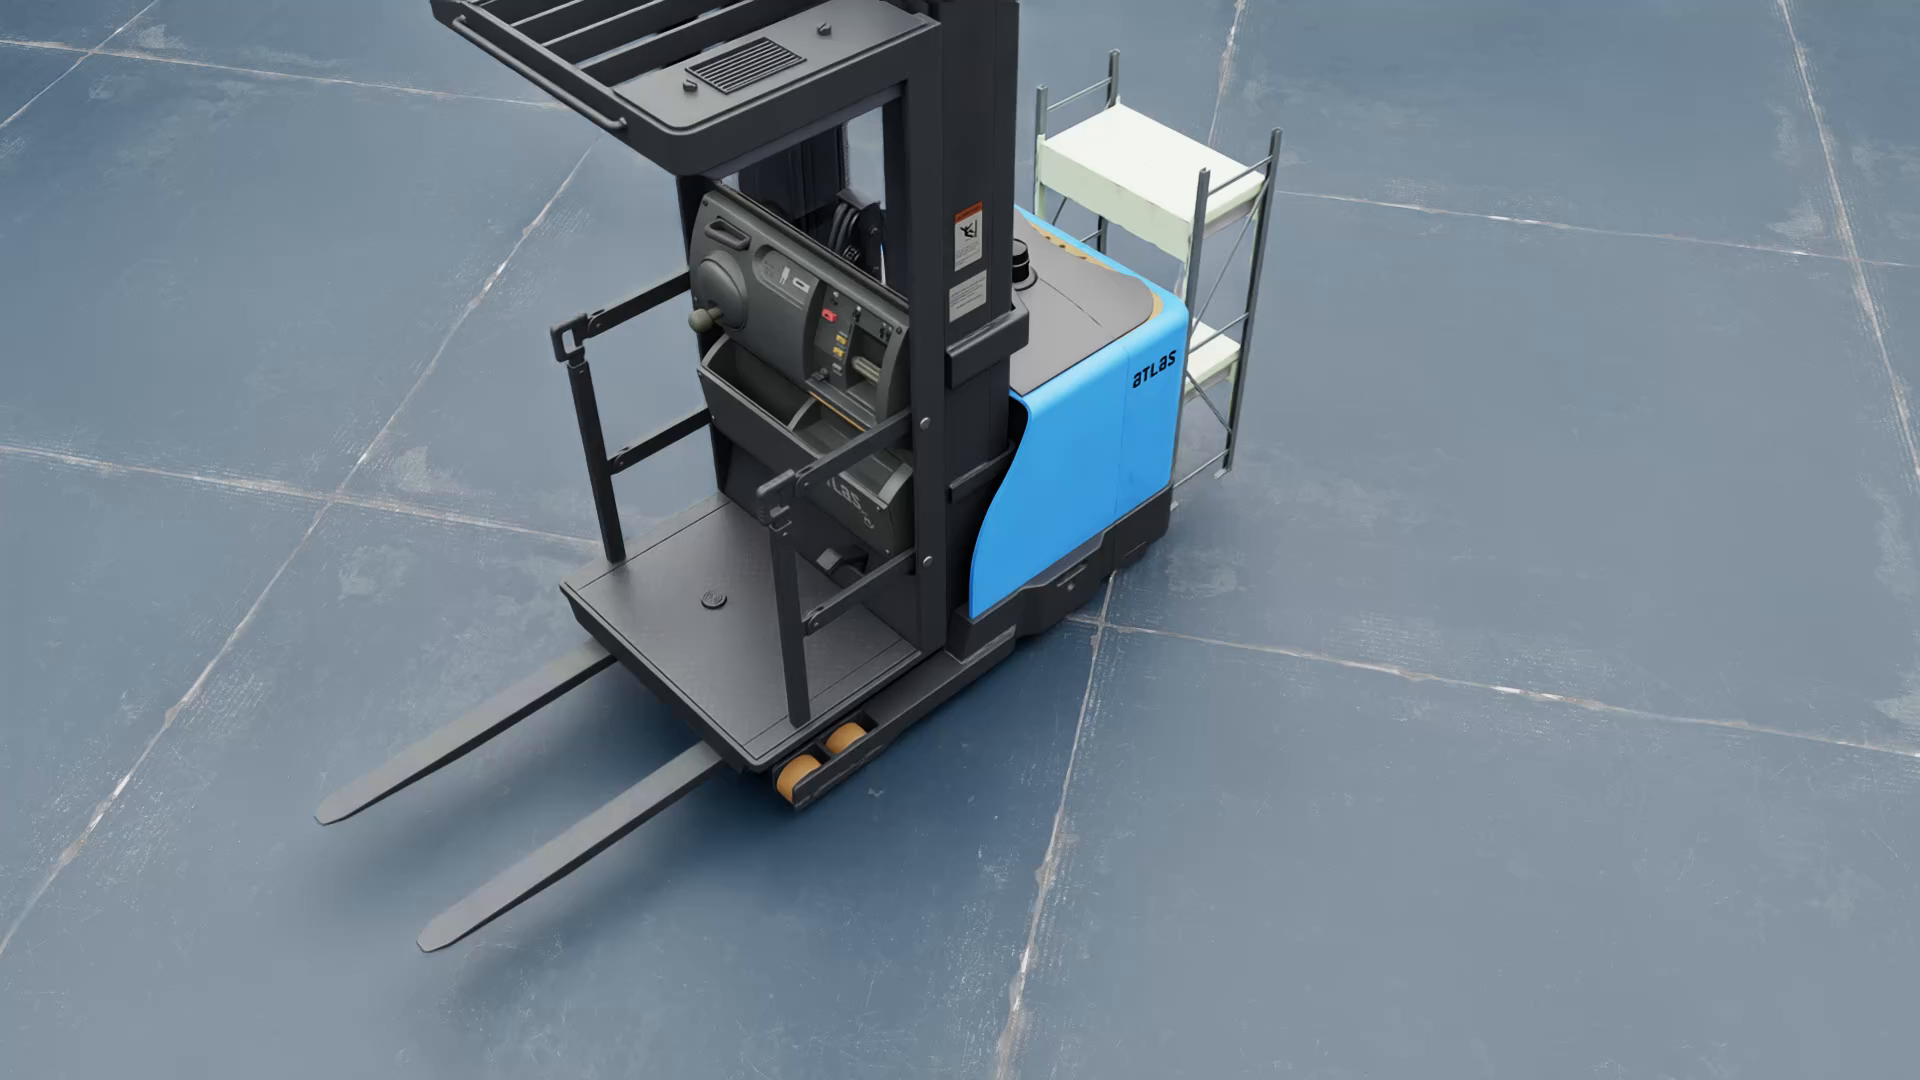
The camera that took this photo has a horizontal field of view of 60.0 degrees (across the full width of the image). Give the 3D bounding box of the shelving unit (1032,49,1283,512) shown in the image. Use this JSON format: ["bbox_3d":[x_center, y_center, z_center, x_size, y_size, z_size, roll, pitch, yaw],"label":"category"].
[{"bbox_3d":[0.666,-0.915,6.119,0.431,1.500,0.755,-33,53,-30],"label":"shelving unit"}]

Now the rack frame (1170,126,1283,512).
[{"bbox_3d":[0.917,-0.730,5.927,0.400,1.500,0.023,-33,53,-30],"label":"rack frame"}]

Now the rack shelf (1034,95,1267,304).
[{"bbox_3d":[0.666,-1.196,5.849,0.431,0.370,0.720,-33,53,-30],"label":"rack shelf"}]

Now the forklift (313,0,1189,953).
[{"bbox_3d":[-0.640,-0.611,4.772,3.031,2.935,1.130,-33,53,-30],"label":"forklift"}]

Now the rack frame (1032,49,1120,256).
[{"bbox_3d":[0.415,-1.100,6.312,0.400,1.500,0.023,-33,53,-30],"label":"rack frame"}]

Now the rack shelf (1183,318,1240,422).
[{"bbox_3d":[0.666,-0.680,6.345,0.431,0.370,0.720,-33,53,-30],"label":"rack shelf"}]
